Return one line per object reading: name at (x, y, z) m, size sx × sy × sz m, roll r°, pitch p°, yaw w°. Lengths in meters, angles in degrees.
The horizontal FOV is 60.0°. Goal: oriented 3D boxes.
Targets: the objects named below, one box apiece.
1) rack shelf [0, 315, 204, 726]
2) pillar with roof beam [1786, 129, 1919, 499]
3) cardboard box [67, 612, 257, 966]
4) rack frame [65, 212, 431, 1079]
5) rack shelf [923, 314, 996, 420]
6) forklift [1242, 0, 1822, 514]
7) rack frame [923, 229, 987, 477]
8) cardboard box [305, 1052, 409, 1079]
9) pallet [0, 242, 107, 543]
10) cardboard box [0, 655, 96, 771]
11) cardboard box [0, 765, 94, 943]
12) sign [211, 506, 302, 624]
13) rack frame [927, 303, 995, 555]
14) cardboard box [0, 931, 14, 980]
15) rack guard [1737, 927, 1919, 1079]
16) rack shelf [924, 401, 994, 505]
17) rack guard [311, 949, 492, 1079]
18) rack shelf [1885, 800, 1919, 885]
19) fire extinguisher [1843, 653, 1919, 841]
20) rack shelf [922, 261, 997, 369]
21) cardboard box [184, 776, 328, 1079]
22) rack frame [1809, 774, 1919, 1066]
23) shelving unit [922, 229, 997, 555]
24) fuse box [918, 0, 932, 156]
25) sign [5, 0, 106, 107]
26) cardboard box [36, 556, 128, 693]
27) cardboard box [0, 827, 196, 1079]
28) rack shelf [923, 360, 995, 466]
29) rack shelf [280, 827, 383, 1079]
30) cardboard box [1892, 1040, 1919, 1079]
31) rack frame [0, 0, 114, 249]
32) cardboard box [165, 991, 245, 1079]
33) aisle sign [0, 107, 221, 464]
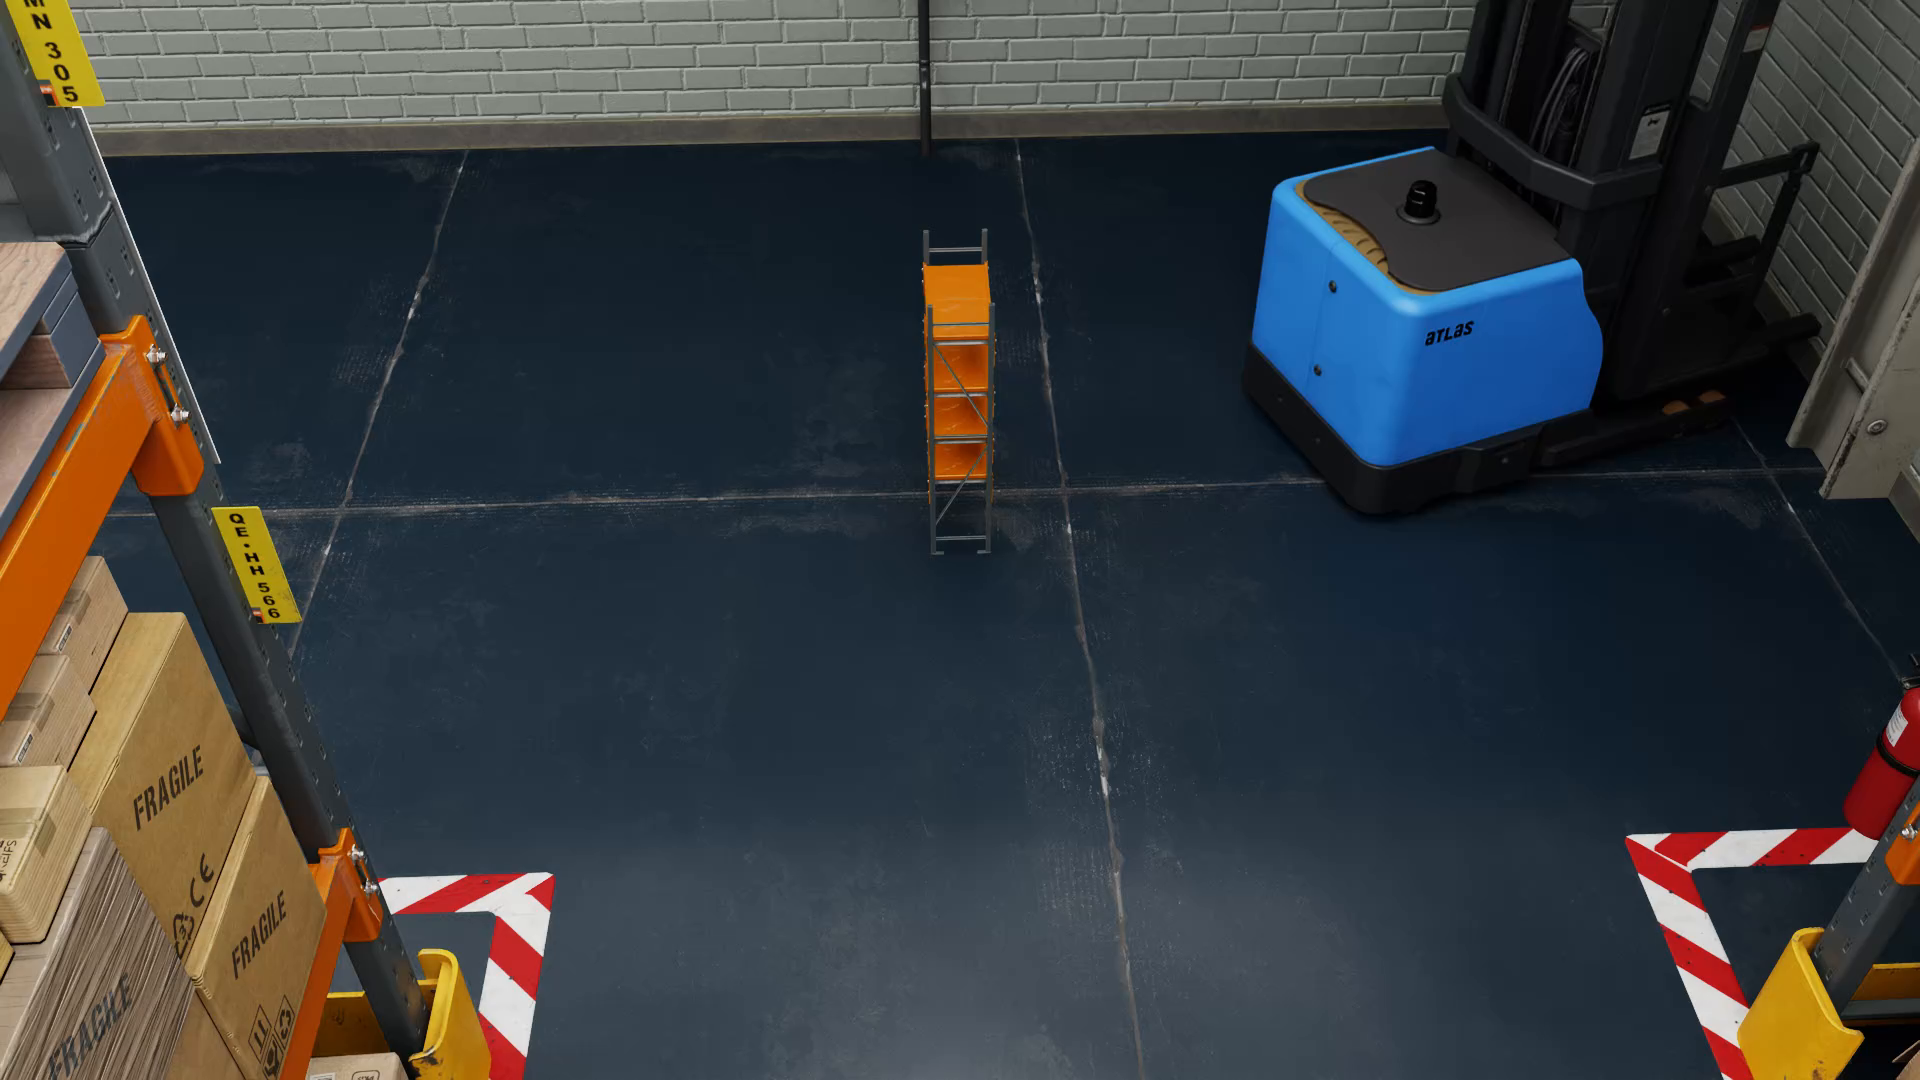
rack shelf at (-1.912, 1.086, 1.658) m, size 1.077 × 0.370 × 4.000 m, roll -2°, pitch 43°, yaw -2°
pillar with roof beam at (-0.553, -3.503, 3.912) m, size 9.100 × 9.000 × 0.400 m, roll -2°, pitch 43°, yaw -2°
cardboard box at (-1.739, 0.489, 3.182) m, size 0.500 × 0.500 × 0.500 m, roll 0°, pitch 43°, yaw 0°
rack frame at (-1.997, 0.576, 3.902) m, size 1.000 × 3.000 × 0.127 m, roll -2°, pitch 43°, yaw -2°
rack shelf at (-0.007, -0.669, 6.361) m, size 0.258 × 0.148 × 0.480 m, roll -2°, pitch 43°, yaw -2°
forklift at (2.822, -1.833, 6.581) m, size 3.031 × 2.935 × 1.130 m, roll -16°, pitch 45°, yaw -17°
rack frame at (-0.017, -0.719, 6.646) m, size 0.240 × 1.200 × 0.015 m, roll -2°, pitch 43°, yaw -2°
cardboard box at (-1.869, 1.808, 4.143) m, size 0.875 × 0.438 × 0.875 m, roll -3°, pitch 43°, yaw -3°
pallet at (-1.955, 0.003, 2.372) m, size 1.003 × 0.211 × 1.213 m, roll -2°, pitch 43°, yaw -2°
cardboard box at (-1.747, 0.339, 2.867) m, size 0.380 × 0.149 × 0.250 m, roll -1°, pitch 43°, yaw -1°
cardboard box at (-1.652, 0.511, 2.679) m, size 0.380 × 0.149 × 0.250 m, roll -2°, pitch 43°, yaw -2°
sign at (-1.454, 0.056, 3.437) m, size 0.100 × 0.325 × 0.005 m, roll -2°, pitch 43°, yaw -2°
rack frame at (0.003, -0.389, 6.287) m, size 0.240 × 1.200 × 0.015 m, roll -2°, pitch 43°, yaw -2°
cardboard box at (-1.682, 0.682, 2.492) m, size 0.380 × 0.149 × 0.250 m, roll -1°, pitch 43°, yaw -1°
rack guard at (2.965, 1.404, 4.848) m, size 1.175 × 0.500 × 0.348 m, roll -2°, pitch 43°, yaw -2°
rack shelf at (-0.007, -0.358, 6.646) m, size 0.258 × 0.148 × 0.480 m, roll -2°, pitch 43°, yaw -2°
rack guard at (-1.998, 1.481, 4.764) m, size 1.175 × 0.500 × 0.348 m, roll -2°, pitch 43°, yaw -2°
rack shelf at (3.047, 2.046, 2.830) m, size 1.077 × 0.370 × 4.000 m, roll -2°, pitch 43°, yaw -2°
fire extinguisher at (2.494, 0.511, 4.306) m, size 0.296 × 0.674 × 0.183 m, roll -2°, pitch 43°, yaw -2°
rack shelf at (-0.007, -0.844, 6.201) m, size 0.258 × 0.148 × 0.480 m, roll -2°, pitch 43°, yaw -2°
cardboard box at (-1.712, 0.857, 3.521) m, size 0.500 × 0.500 × 0.500 m, roll -1°, pitch 43°, yaw -2°
rack frame at (2.962, 0.431, 4.060) m, size 1.000 × 3.000 × 0.127 m, roll -2°, pitch 43°, yaw -2°
shelving unit at (-0.007, -0.554, 6.466) m, size 0.258 × 1.200 × 0.503 m, roll -2°, pitch 43°, yaw -2°
fuse box at (-0.155, -2.717, 8.448) m, size 0.539 × 1.711 × 0.414 m, roll -2°, pitch 43°, yaw -2°
sign at (-1.454, -0.833, 2.622) m, size 0.100 × 0.325 × 0.005 m, roll -2°, pitch 43°, yaw -2°
cardboard box at (-1.782, 0.168, 3.053) m, size 0.380 × 0.149 × 0.250 m, roll -1°, pitch 43°, yaw -1°
cardboard box at (-1.687, 0.841, 2.798) m, size 0.500 × 0.500 × 0.500 m, roll -2°, pitch 43°, yaw -2°
rack shelf at (-0.007, -0.504, 6.512) m, size 0.258 × 0.148 × 0.480 m, roll -2°, pitch 43°, yaw -2°
rack shelf at (-1.912, 2.191, 2.672) m, size 1.077 × 0.370 × 4.000 m, roll -2°, pitch 43°, yaw -2°
cardboard box at (2.893, 1.612, 4.308) m, size 0.797 × 0.503 × 0.637 m, roll -3°, pitch 43°, yaw -3°
rack frame at (-1.997, -1.636, 1.875) m, size 1.000 × 3.000 × 0.127 m, roll -2°, pitch 43°, yaw -2°
cardboard box at (-1.706, 1.196, 3.151) m, size 0.500 × 0.500 × 0.500 m, roll -2°, pitch 43°, yaw -3°
aisle sign at (-1.690, -0.440, 3.086) m, size 0.394 × 0.787 × 0.004 m, roll -2°, pitch 43°, yaw -2°
